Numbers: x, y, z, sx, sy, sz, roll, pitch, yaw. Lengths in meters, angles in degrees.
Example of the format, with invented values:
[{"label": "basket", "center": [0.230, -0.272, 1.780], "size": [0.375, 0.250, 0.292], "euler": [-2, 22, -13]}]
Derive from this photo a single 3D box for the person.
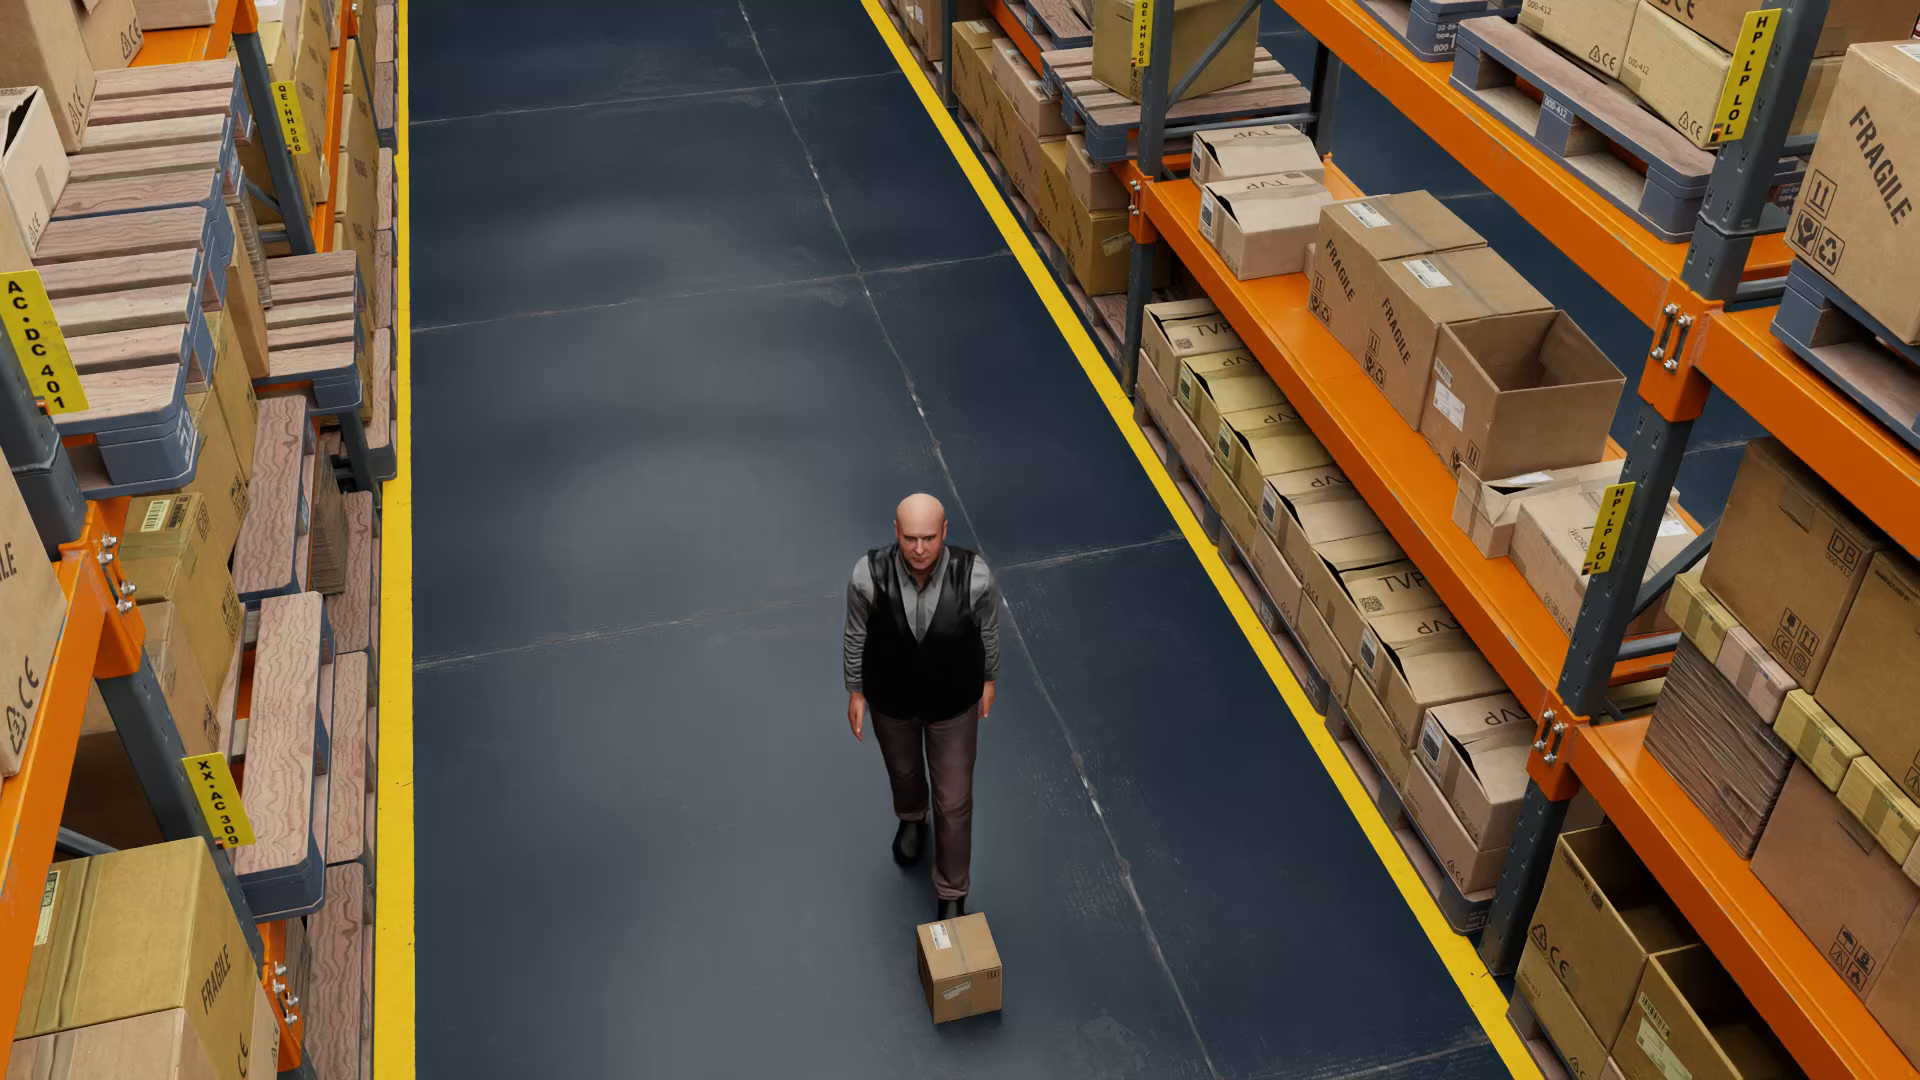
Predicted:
[{"label": "person", "center": [-0.146, 0.632, 5.908], "size": [0.553, 1.708, 0.749], "euler": [3, 38, 4]}]
